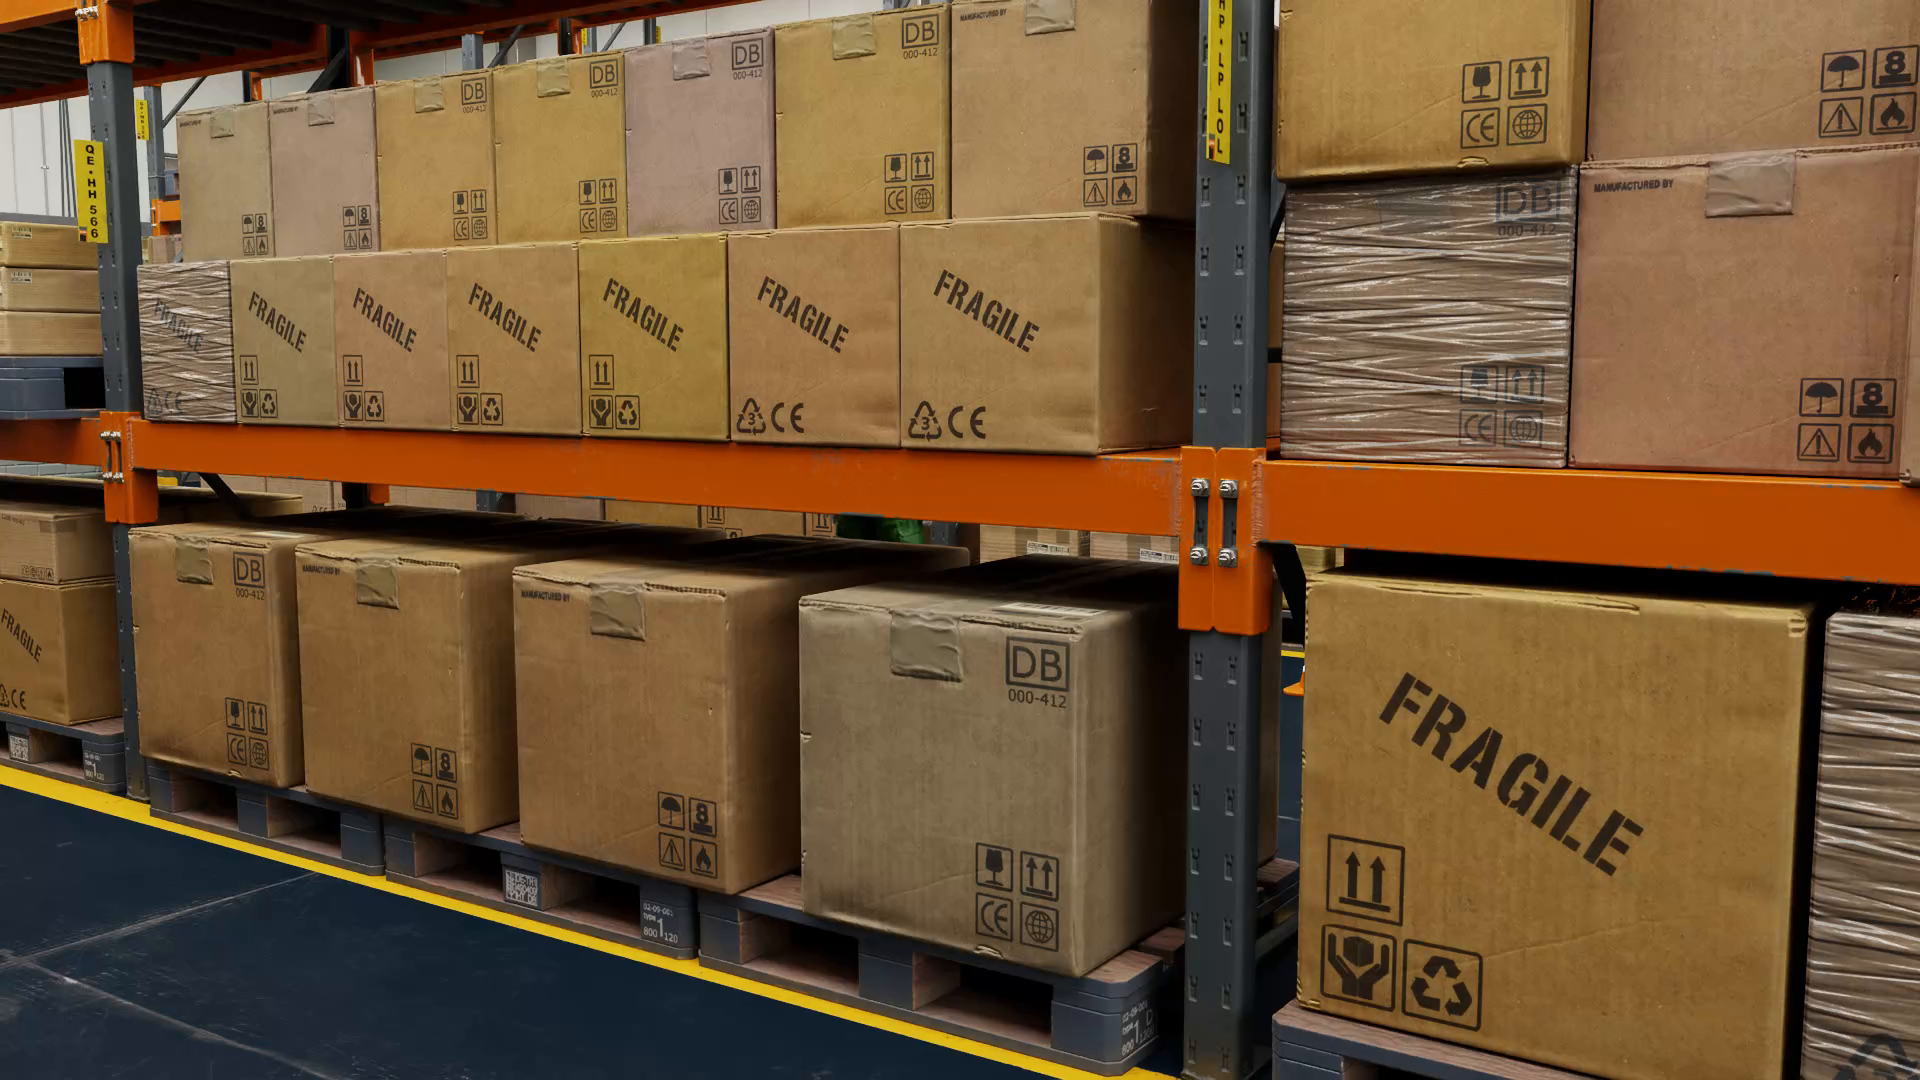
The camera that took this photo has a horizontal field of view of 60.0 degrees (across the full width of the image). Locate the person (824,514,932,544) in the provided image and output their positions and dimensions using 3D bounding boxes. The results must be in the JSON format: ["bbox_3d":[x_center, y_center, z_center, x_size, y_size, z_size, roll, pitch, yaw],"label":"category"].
[{"bbox_3d":[-0.380,-0.220,7.672,0.618,1.778,0.452,4,7,30],"label":"person"}]
